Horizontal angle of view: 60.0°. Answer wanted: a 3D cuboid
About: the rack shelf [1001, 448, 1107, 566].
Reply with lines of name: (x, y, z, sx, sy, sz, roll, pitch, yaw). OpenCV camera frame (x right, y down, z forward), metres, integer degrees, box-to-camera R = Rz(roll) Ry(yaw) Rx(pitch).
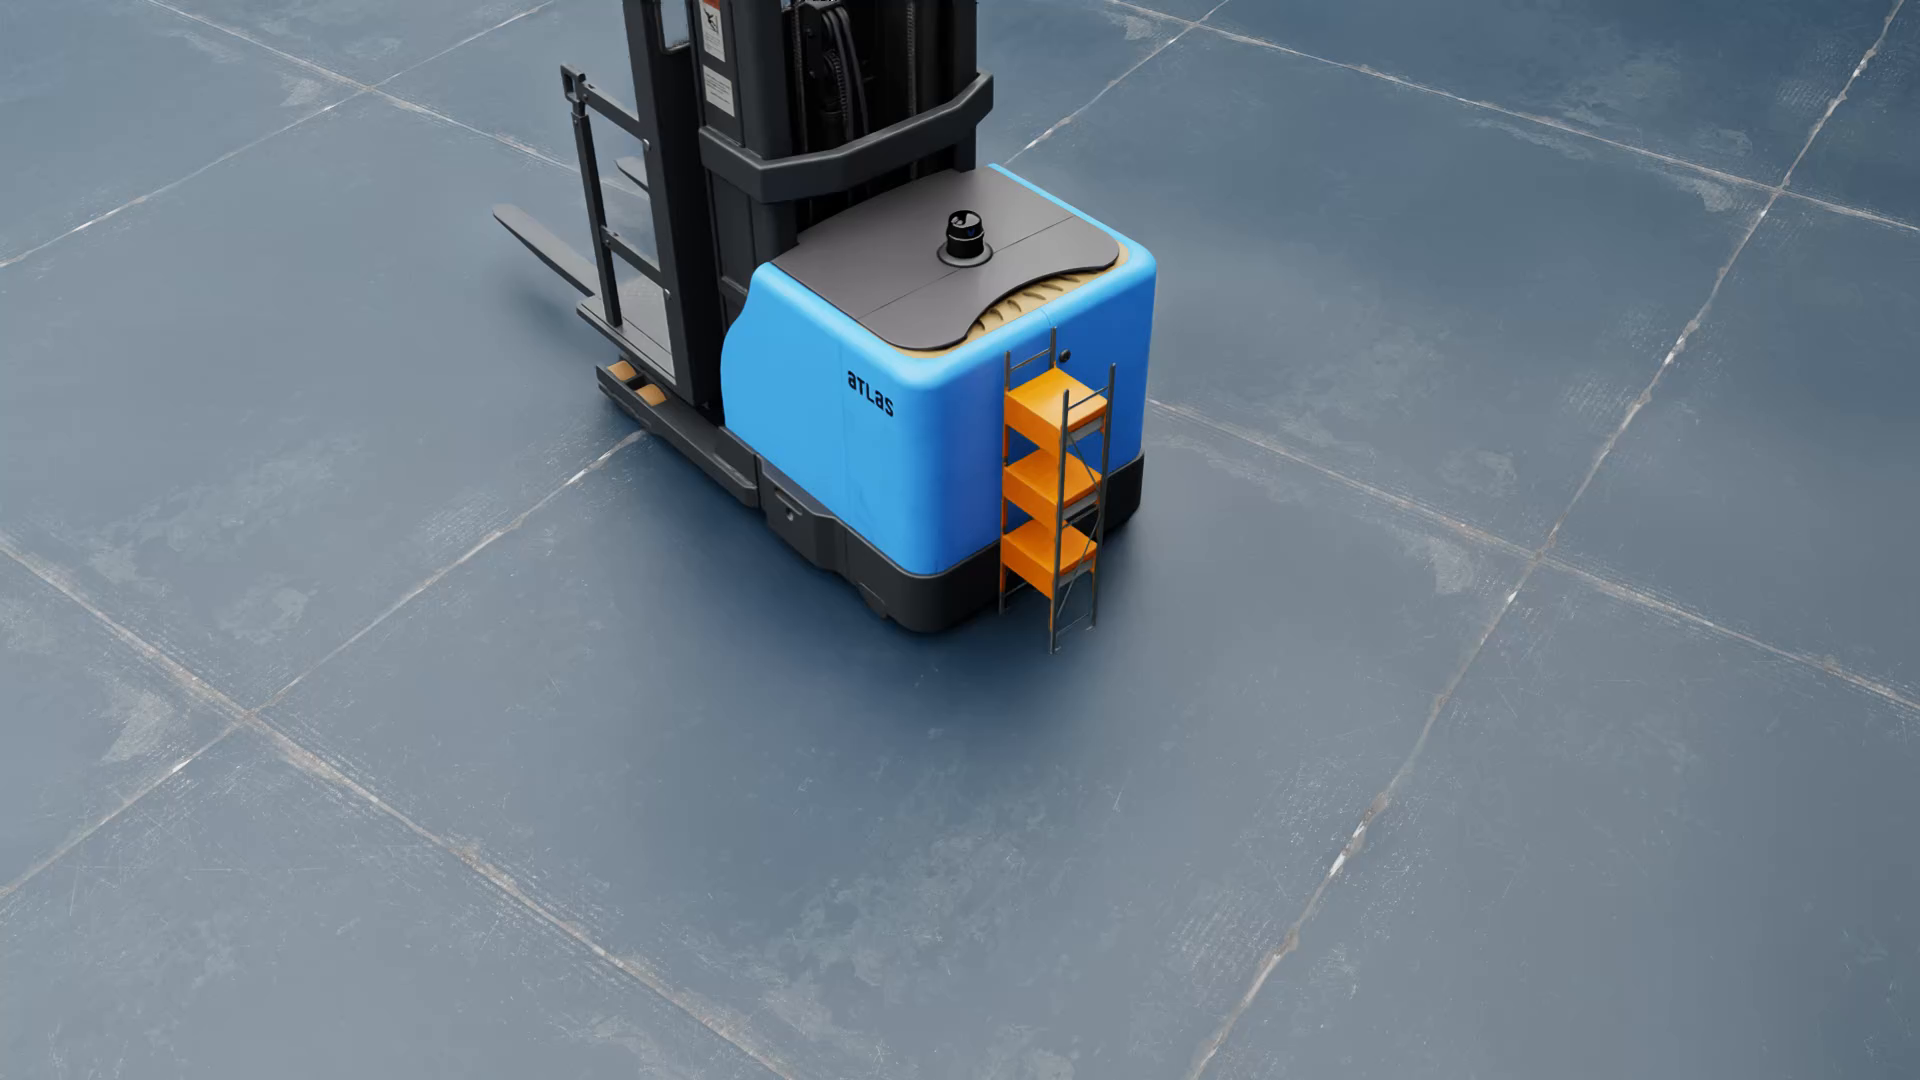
rack shelf: (0.286, -0.121, 5.114, 0.215, 0.259, 0.240, -30, 50, -29)

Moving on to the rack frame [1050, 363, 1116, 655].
rack frame: (0.366, -0.067, 5.038, 0.200, 1.050, 0.008, -30, 50, -29)

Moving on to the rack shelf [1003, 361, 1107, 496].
rack shelf: (0.286, -0.332, 4.924, 0.215, 0.259, 0.240, -30, 50, -29)

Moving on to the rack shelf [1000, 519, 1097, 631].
rack shelf: (0.286, 0.086, 5.299, 0.215, 0.259, 0.240, -30, 50, -29)

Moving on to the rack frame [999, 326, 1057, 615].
rack frame: (0.206, -0.190, 5.175, 0.200, 1.050, 0.008, -30, 50, -29)

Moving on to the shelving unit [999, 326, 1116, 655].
shelving unit: (0.286, -0.129, 5.107, 0.215, 1.050, 0.252, -30, 50, -29)

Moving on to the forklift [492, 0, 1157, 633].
forklift: (-0.719, -1.703, 5.456, 1.130, 2.935, 3.031, -30, 50, -29)
